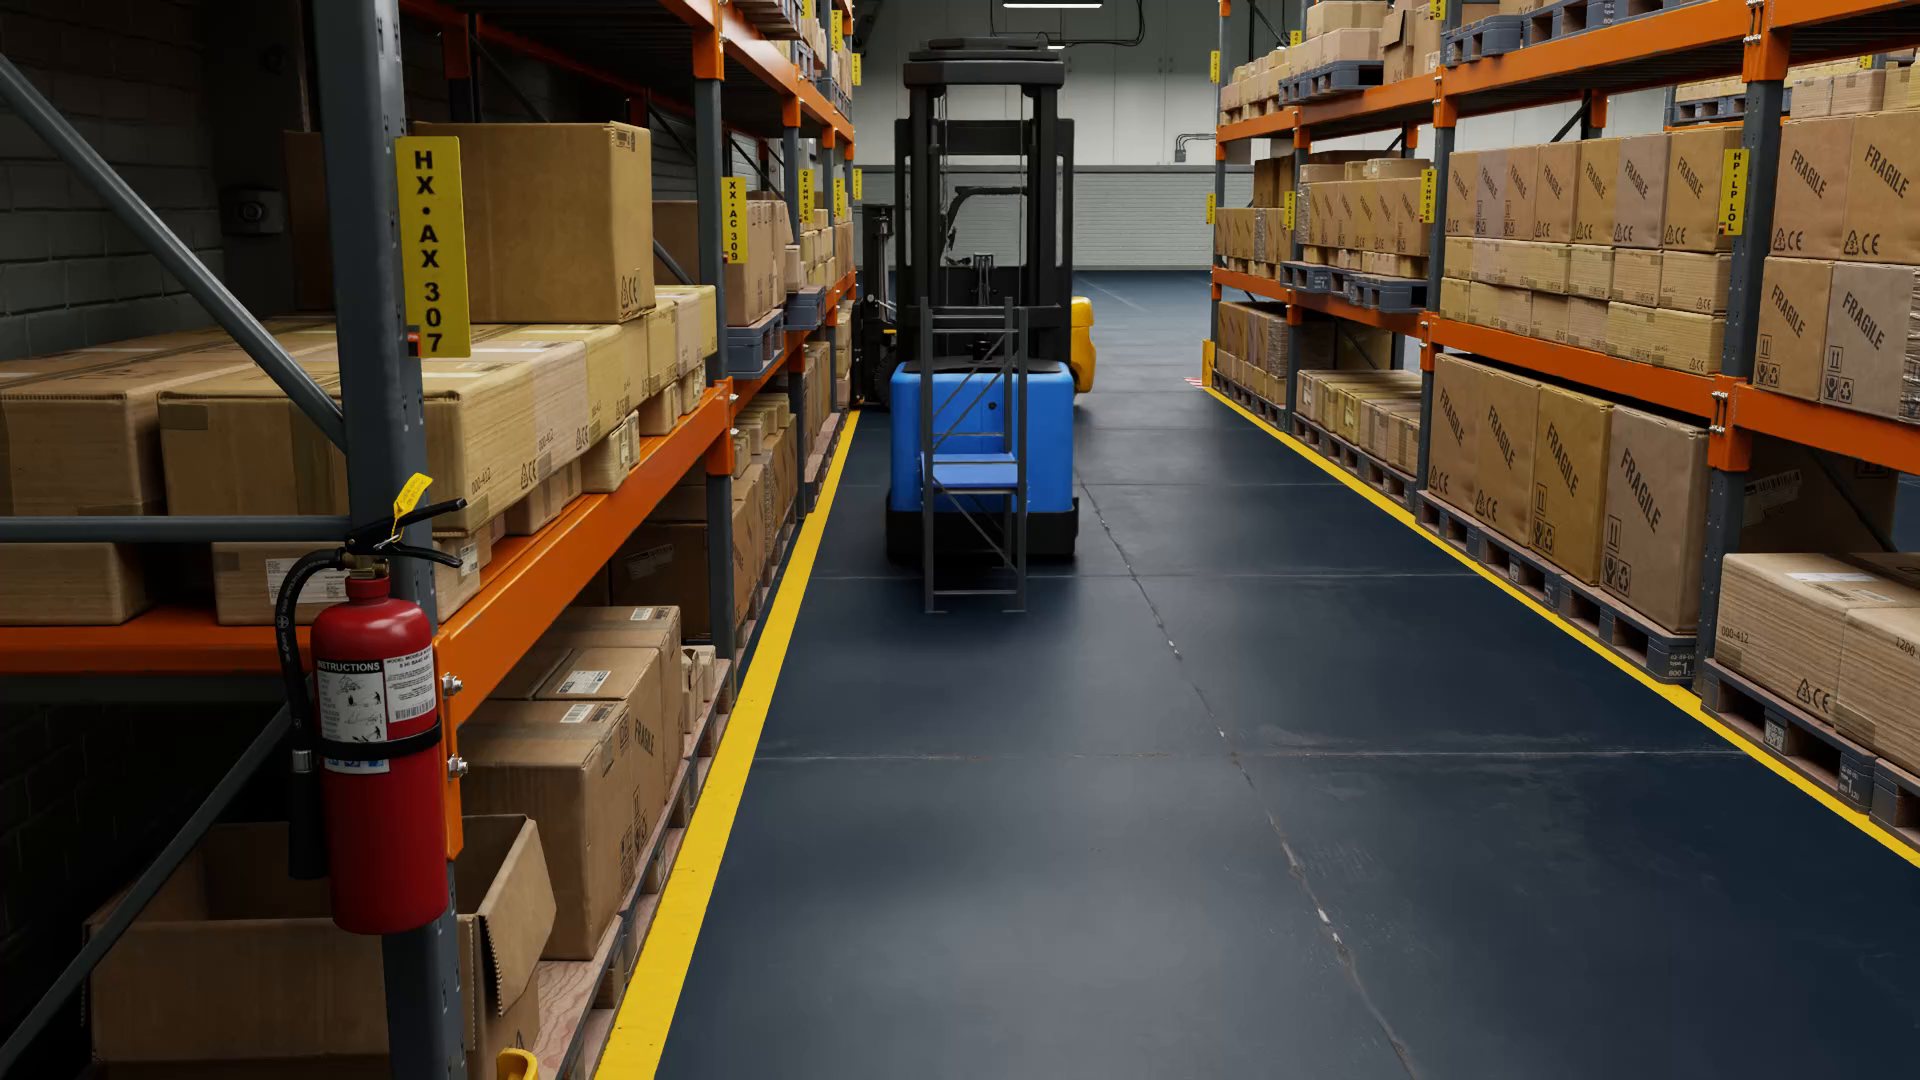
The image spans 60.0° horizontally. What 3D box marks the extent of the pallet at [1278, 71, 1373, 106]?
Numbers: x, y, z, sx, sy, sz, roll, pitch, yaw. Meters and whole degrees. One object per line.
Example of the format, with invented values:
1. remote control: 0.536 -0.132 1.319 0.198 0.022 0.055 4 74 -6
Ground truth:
1. pallet: 3.289 -3.670 13.534 1.213 0.211 1.003 0 11 -1

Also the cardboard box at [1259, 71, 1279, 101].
1. cardboard box: 3.096 -4.246 15.529 0.500 0.250 0.500 0 11 -2

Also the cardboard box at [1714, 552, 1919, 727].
1. cardboard box: 3.453 0.350 6.177 0.875 0.438 0.875 0 11 -2

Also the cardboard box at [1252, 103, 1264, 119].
1. cardboard box: 3.059 -4.181 16.211 0.380 0.149 0.250 -1 11 -3

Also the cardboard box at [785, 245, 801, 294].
1. cardboard box: -1.152 -1.523 9.343 0.500 0.250 0.500 -1 11 -4

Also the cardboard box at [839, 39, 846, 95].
1. cardboard box: -1.489 -4.672 16.441 0.700 0.500 0.500 0 11 -1

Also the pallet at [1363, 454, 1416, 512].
1. pallet: 3.450 -0.409 11.544 1.003 0.211 1.213 0 11 -1

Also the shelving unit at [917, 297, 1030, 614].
1. shelving unit: 0.055 -0.474 8.623 0.538 1.500 1.048 0 11 -2

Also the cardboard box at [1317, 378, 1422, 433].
1. cardboard box: 3.414 -1.086 13.421 0.950 0.372 0.625 0 11 2

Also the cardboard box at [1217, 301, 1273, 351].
1. cardboard box: 3.041 -2.270 17.677 0.500 0.500 0.500 -1 11 -3

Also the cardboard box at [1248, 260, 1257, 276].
1. cardboard box: 3.030 -2.659 16.252 0.380 0.149 0.250 0 11 -1

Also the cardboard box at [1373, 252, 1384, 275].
1. cardboard box: 3.098 -1.920 11.554 0.380 0.149 0.250 -1 11 -4

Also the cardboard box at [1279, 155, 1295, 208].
1. cardboard box: 3.516 -3.493 16.219 0.700 0.500 0.500 0 11 -2

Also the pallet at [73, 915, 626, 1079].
1. pallet: -1.351 1.184 3.691 1.003 0.211 1.213 0 11 -1

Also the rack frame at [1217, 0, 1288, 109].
1. rack frame: 3.300 -6.151 17.743 1.000 3.000 0.127 0 11 -1

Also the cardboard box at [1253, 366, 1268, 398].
1. cardboard box: 3.080 -1.496 15.747 0.500 0.250 0.500 -1 11 -3

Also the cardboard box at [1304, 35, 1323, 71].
1. cardboard box: 3.005 -3.799 13.017 0.500 0.250 0.500 0 11 -2

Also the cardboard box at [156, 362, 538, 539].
1. cardboard box: -1.072 -0.172 2.993 0.500 0.250 0.500 0 11 -1

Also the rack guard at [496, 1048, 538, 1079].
1. rack guard: -1.334 1.201 2.881 1.175 0.500 0.348 0 11 -1

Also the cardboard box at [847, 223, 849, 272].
1. cardboard box: -1.378 -2.937 16.738 0.500 0.500 0.500 0 11 -2

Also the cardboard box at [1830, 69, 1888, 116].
1. cardboard box: 3.316 -1.567 5.842 0.380 0.149 0.250 0 11 0

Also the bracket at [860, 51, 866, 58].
1. bracket: -2.872 -14.270 48.711 0.235 0.232 0.430 0 11 -1

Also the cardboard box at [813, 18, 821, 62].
1. cardboard box: -1.306 -3.780 12.519 0.500 0.311 0.500 -1 11 -3

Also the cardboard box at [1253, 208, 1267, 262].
1. cardboard box: 3.092 -2.903 15.823 0.500 0.500 0.500 0 11 0

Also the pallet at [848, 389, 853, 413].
1. pallet: -1.583 -1.429 16.572 1.003 0.211 1.213 0 11 -1

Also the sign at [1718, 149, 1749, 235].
1. sign: 3.005 -1.350 6.454 0.100 0.325 0.005 0 11 -1

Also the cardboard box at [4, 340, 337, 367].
1. cardboard box: -1.617 -0.274 3.494 0.500 0.250 0.500 0 11 -1

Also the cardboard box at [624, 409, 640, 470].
1. cardboard box: -1.068 -0.261 4.432 0.380 0.149 0.250 0 11 0

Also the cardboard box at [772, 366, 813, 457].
1. cardboard box: -1.518 -0.895 11.843 0.875 0.625 0.625 0 11 1

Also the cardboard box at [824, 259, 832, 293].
1. cardboard box: -1.292 -2.122 13.350 0.500 0.250 0.500 0 11 -1

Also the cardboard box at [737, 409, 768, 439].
1. cardboard box: -1.276 -0.641 9.275 0.380 0.149 0.250 0 11 1

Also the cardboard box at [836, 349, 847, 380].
1. cardboard box: -1.282 -1.595 14.978 0.500 0.250 0.500 0 11 -1

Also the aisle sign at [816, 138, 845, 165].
1. aisle sign: -1.371 -4.478 18.047 0.394 0.787 0.004 0 11 -1

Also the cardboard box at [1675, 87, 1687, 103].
1. cardboard box: 7.933 -4.783 17.871 0.380 0.149 0.250 0 11 -1

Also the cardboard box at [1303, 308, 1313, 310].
1. cardboard box: 3.594 -2.074 16.711 0.500 0.500 0.500 -1 11 -2

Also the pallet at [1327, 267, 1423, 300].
1. pallet: 3.383 -1.919 12.459 1.003 0.211 1.213 0 11 -1

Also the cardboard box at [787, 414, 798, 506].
1. cardboard box: -1.274 -0.497 10.193 0.500 0.500 0.500 0 11 0

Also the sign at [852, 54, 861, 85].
1. sign: -1.120 -5.054 17.854 0.100 0.325 0.005 0 11 -1

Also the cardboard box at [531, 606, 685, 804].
1. cardboard box: -1.250 0.512 5.222 0.700 0.500 0.500 -1 11 -3

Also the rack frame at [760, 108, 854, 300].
1. rack frame: -1.663 -3.189 18.235 1.000 3.000 0.127 0 11 -1

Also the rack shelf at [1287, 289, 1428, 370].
1. rack shelf: 3.424 -1.665 12.532 1.077 0.370 4.000 0 11 -1

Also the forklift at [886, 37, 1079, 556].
1. forklift: 0.153 -1.588 10.515 1.130 2.935 3.031 0 11 1

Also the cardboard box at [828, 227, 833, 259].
1. cardboard box: -1.315 -2.469 13.805 0.500 0.250 0.500 0 11 -2

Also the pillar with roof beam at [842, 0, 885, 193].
1. pillar with roof beam: 1.134 -11.968 46.420 9.100 9.000 0.548 0 11 -1

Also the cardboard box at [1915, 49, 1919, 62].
1. cardboard box: 8.092 -3.994 13.686 0.258 0.266 0.396 0 11 -2

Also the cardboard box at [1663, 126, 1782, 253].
1. cardboard box: 3.287 -1.452 6.905 0.500 0.500 0.500 0 11 1

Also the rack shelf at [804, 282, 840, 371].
1. rack shelf: -1.539 -1.644 12.428 1.077 0.370 4.000 0 11 -1

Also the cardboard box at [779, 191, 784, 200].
1. cardboard box: -1.404 -3.023 14.784 0.380 0.149 0.250 0 11 0

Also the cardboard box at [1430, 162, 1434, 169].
1. cardboard box: 3.674 -2.852 12.883 0.380 0.149 0.250 -1 11 -4

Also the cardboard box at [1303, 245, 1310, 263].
1. cardboard box: 3.078 -2.387 13.855 0.380 0.149 0.250 0 11 0

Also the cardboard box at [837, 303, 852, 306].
1. cardboard box: -1.325 -2.346 17.422 0.500 0.250 0.500 0 11 0

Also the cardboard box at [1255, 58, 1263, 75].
1. cardboard box: 3.030 -4.523 15.891 0.380 0.149 0.250 0 11 0

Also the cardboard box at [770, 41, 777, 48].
1. cardboard box: -1.223 -2.695 8.633 0.500 0.250 0.500 0 11 -1

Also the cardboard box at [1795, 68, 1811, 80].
1. cardboard box: 7.985 -4.281 15.395 0.380 0.149 0.250 0 11 -1

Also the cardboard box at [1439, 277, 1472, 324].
1. cardboard box: 3.223 -1.448 10.031 0.500 0.250 0.500 0 11 -2
